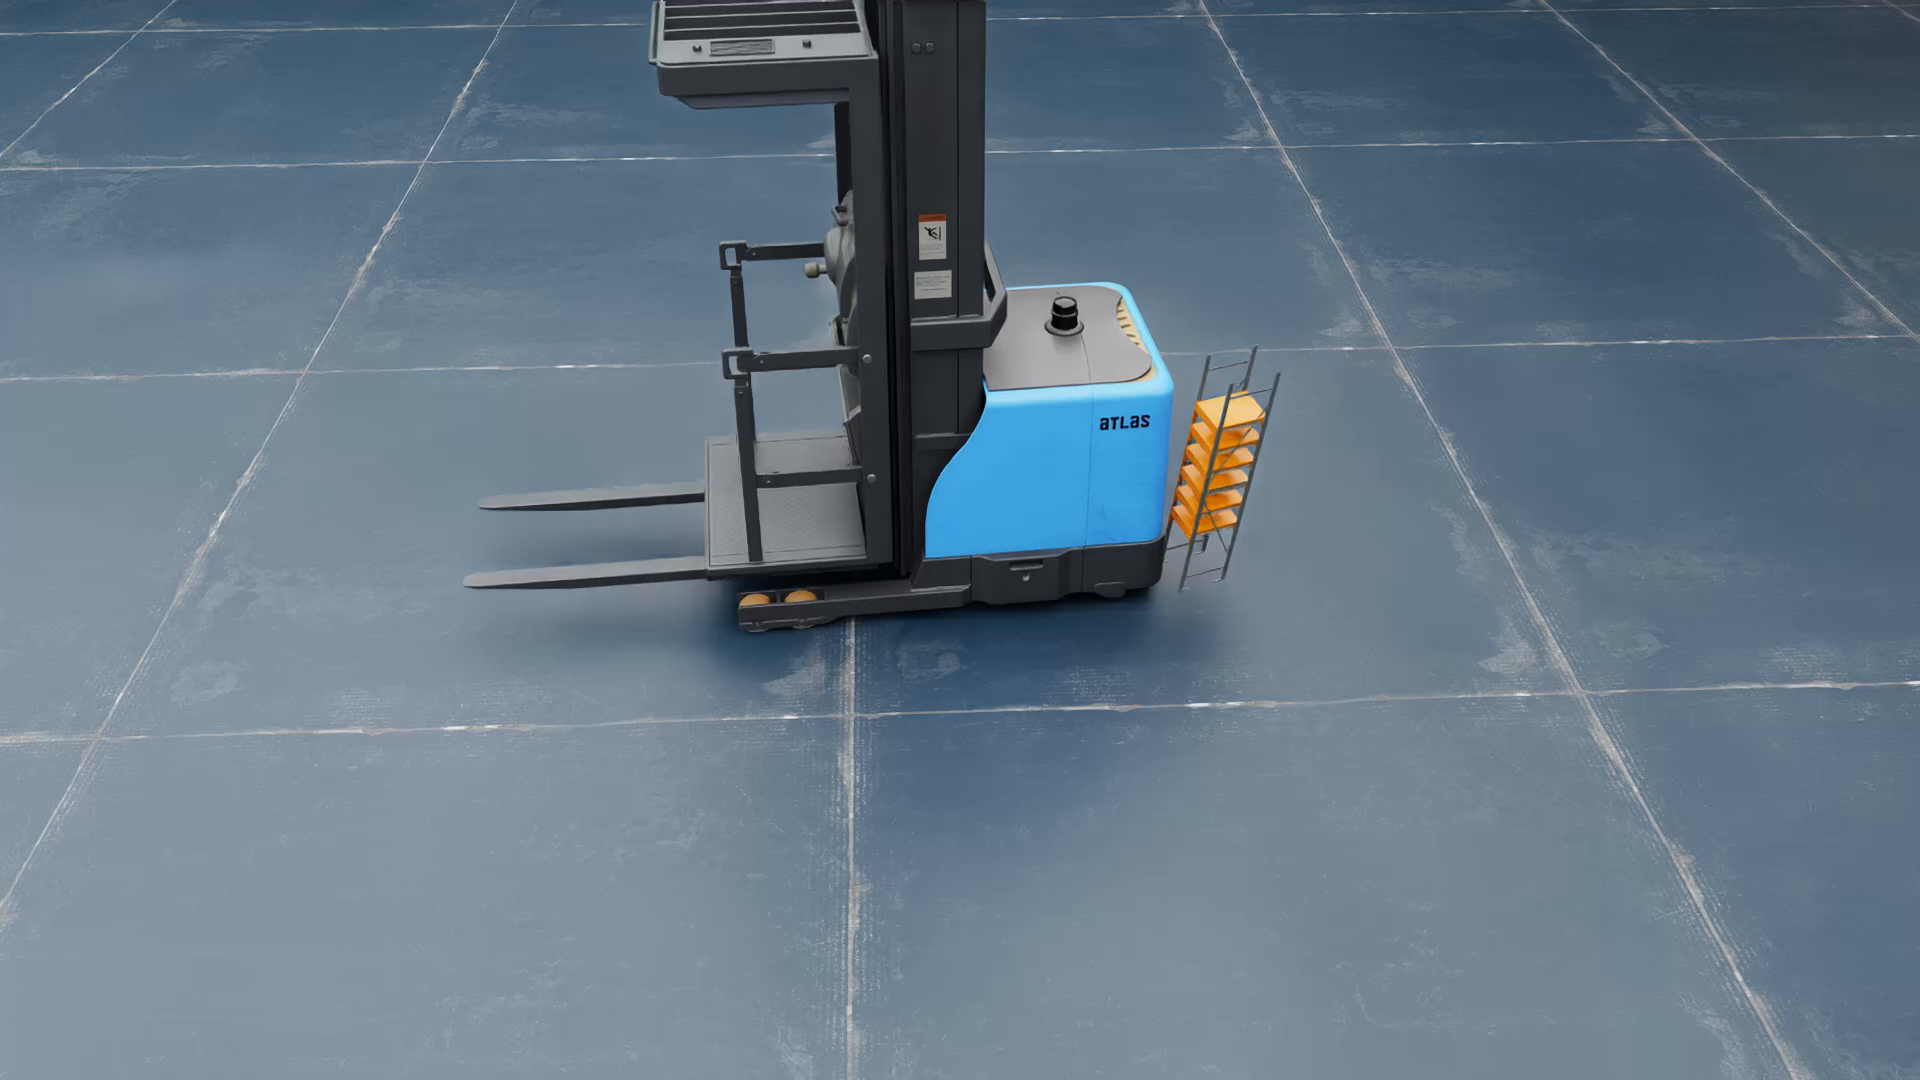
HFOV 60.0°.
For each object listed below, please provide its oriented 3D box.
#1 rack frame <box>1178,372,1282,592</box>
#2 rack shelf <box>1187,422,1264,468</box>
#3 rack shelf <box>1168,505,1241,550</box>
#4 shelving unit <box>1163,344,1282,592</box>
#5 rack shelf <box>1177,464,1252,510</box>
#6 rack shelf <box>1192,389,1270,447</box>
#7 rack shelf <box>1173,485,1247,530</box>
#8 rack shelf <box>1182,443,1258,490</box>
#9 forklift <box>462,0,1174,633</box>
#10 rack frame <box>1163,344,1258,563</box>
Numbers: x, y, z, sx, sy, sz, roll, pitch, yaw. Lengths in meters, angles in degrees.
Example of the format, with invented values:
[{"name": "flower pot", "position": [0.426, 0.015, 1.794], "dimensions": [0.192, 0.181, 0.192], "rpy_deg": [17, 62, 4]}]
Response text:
[{"name": "rack frame", "position": [1.129, -0.221, 7.032], "dimensions": [0.240, 1.200, 0.006], "rpy_deg": [-14, 48, -19]}, {"name": "rack shelf", "position": [1.108, -0.421, 6.952], "dimensions": [0.258, 0.103, 0.180], "rpy_deg": [-14, 48, -19]}, {"name": "rack shelf", "position": [1.071, -0.081, 7.290], "dimensions": [0.258, 0.103, 0.180], "rpy_deg": [-14, 48, -19]}, {"name": "shelving unit", "position": [1.093, -0.282, 7.090], "dimensions": [0.258, 1.200, 0.189], "rpy_deg": [-14, 48, -19]}, {"name": "rack shelf", "position": [1.090, -0.251, 7.121], "dimensions": [0.258, 0.103, 0.180], "rpy_deg": [-14, 48, -19]}, {"name": "rack shelf", "position": [1.117, -0.505, 6.868], "dimensions": [0.258, 0.103, 0.180], "rpy_deg": [-14, 48, -19]}, {"name": "rack shelf", "position": [1.080, -0.166, 7.206], "dimensions": [0.258, 0.103, 0.180], "rpy_deg": [-14, 48, -19]}, {"name": "rack shelf", "position": [1.099, -0.336, 7.037], "dimensions": [0.258, 0.103, 0.180], "rpy_deg": [-14, 48, -19]}, {"name": "forklift", "position": [-0.661, -1.127, 6.802], "dimensions": [3.031, 2.935, 1.130], "rpy_deg": [-4, 35, -6]}, {"name": "rack frame", "position": [1.057, -0.344, 7.148], "dimensions": [0.240, 1.200, 0.006], "rpy_deg": [-14, 48, -19]}]
